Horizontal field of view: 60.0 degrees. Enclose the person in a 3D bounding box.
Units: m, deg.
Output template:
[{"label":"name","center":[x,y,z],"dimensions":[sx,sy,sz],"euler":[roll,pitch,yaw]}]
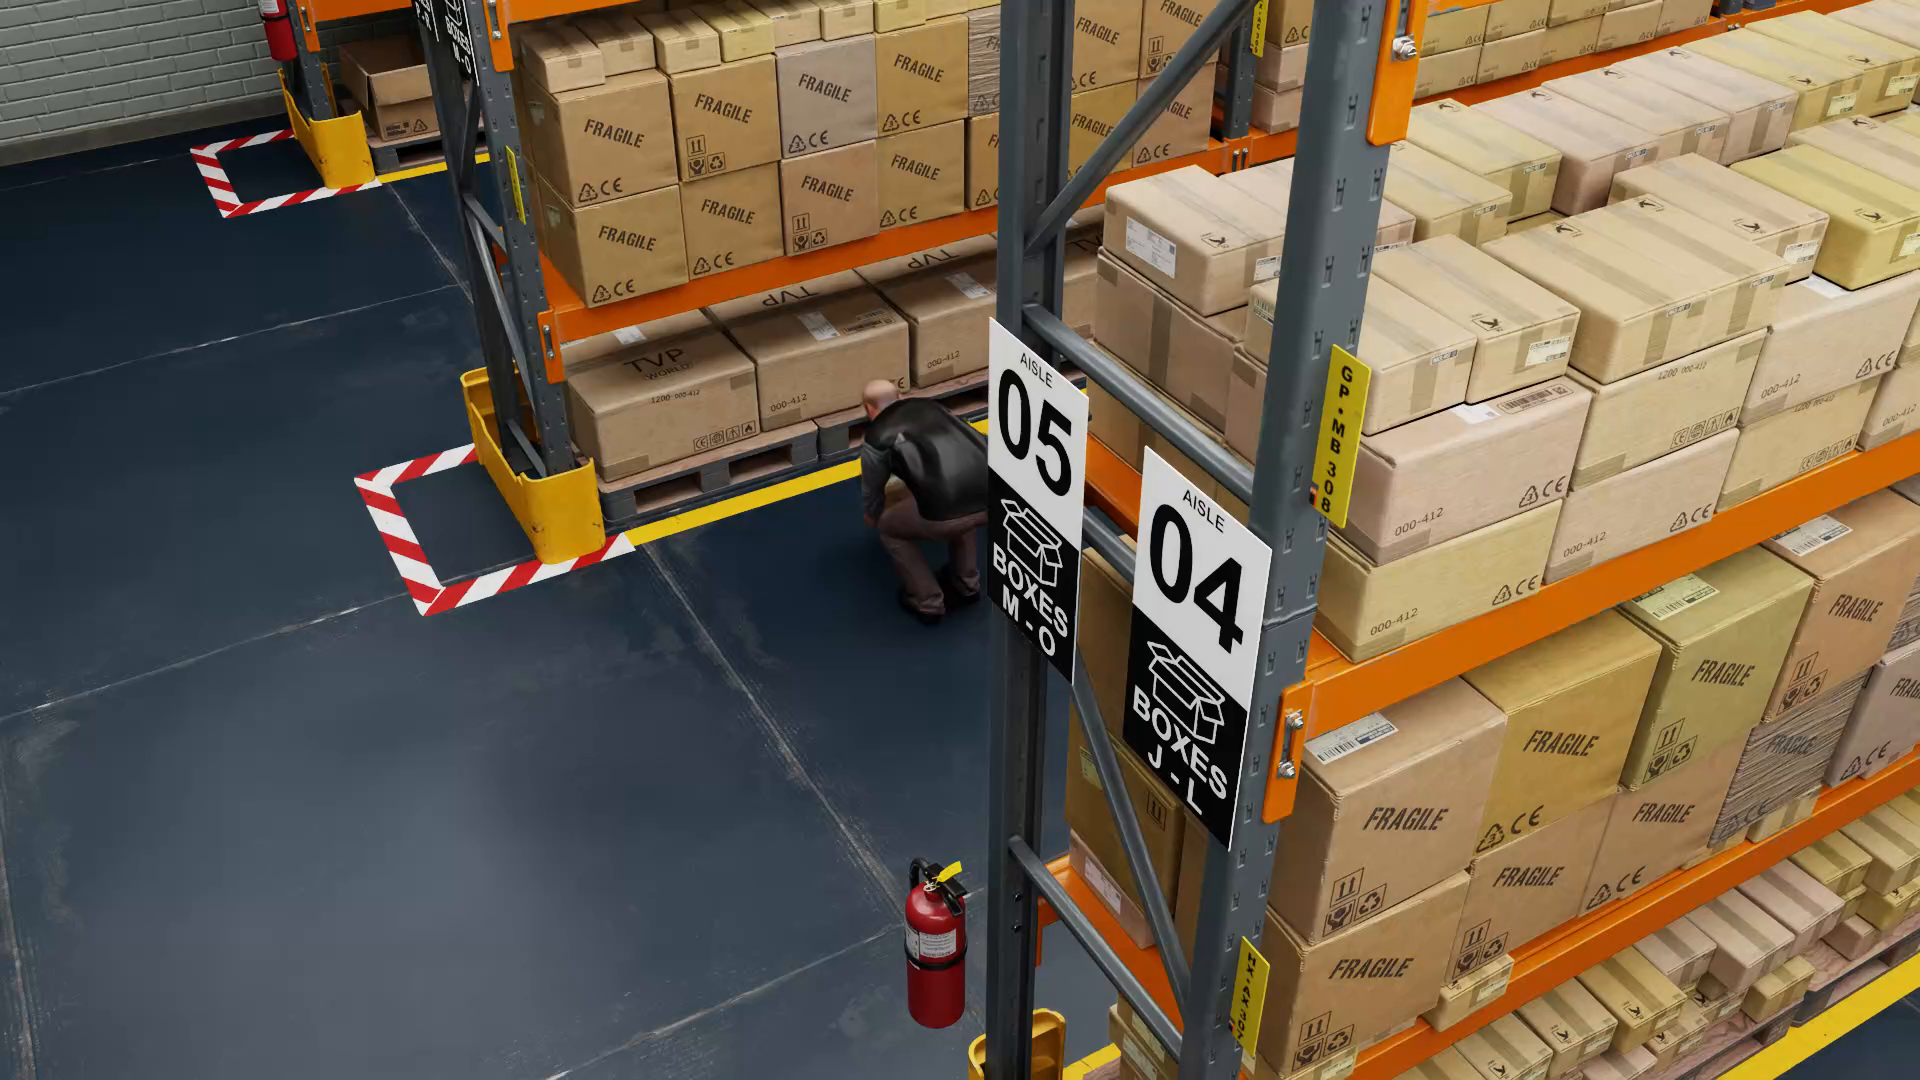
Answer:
[{"label":"person","center":[-0.166,-0.177,7.806],"dimensions":[0.510,0.986,0.945],"euler":[-21,41,-26]}]
